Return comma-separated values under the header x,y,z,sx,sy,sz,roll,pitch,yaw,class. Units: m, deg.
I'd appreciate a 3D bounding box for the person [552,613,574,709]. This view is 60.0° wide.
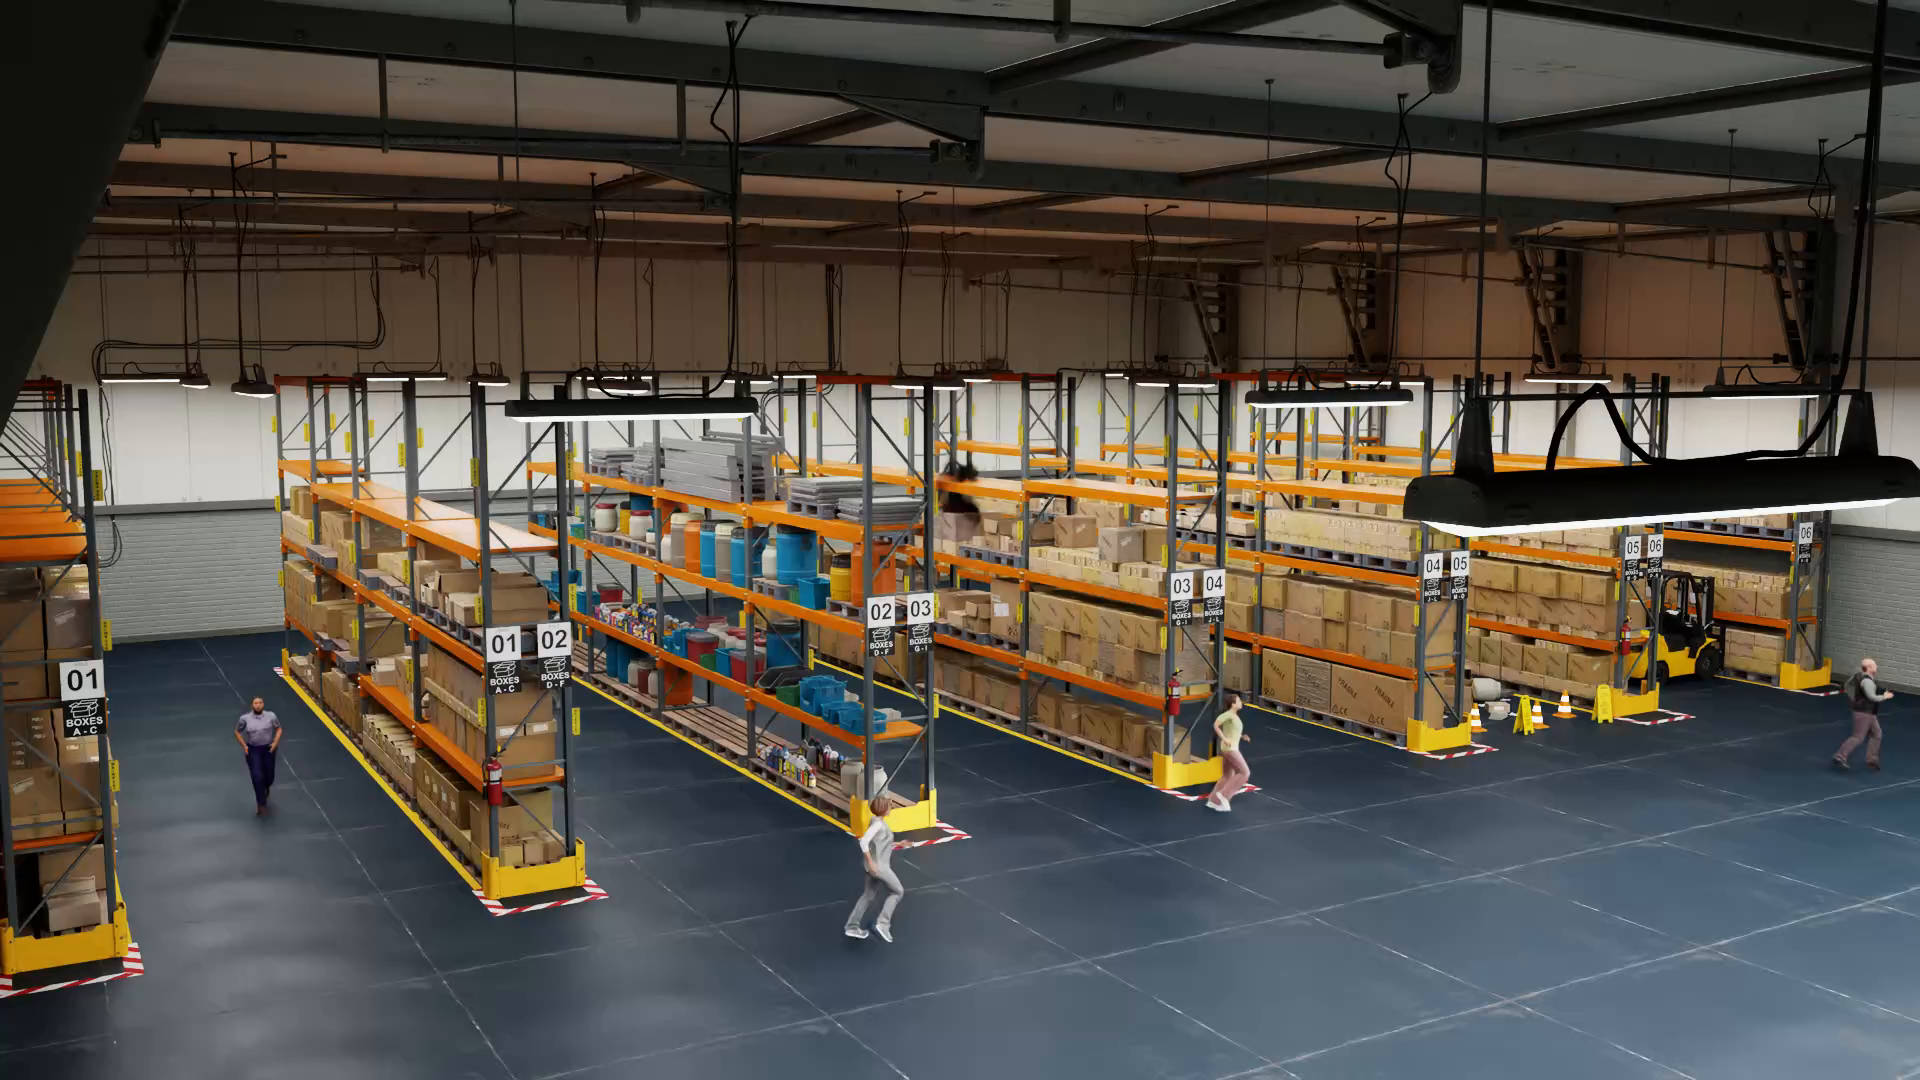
x,y,z,sx,sy,sz,roll,pitch,yaw,class
-7.316,2.187,30.350,0.558,1.750,0.758,-5,8,-36,person

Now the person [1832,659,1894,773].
x,y,z,sx,sy,sz,roll,pitch,yaw,class
13.801,2.696,25.410,0.786,1.789,0.672,3,7,22,person

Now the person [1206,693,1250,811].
x,y,z,sx,sy,sz,roll,pitch,yaw,class
3.779,2.965,23.365,0.593,1.631,0.597,1,6,11,person

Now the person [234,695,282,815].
x,y,z,sx,sy,sz,roll,pitch,yaw,class
-9.846,2.980,23.372,0.618,1.629,0.742,-4,7,-30,person

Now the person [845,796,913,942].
x,y,z,sx,sy,sz,roll,pitch,yaw,class
-0.878,3.578,18.012,0.760,1.599,0.498,-2,6,-15,person
